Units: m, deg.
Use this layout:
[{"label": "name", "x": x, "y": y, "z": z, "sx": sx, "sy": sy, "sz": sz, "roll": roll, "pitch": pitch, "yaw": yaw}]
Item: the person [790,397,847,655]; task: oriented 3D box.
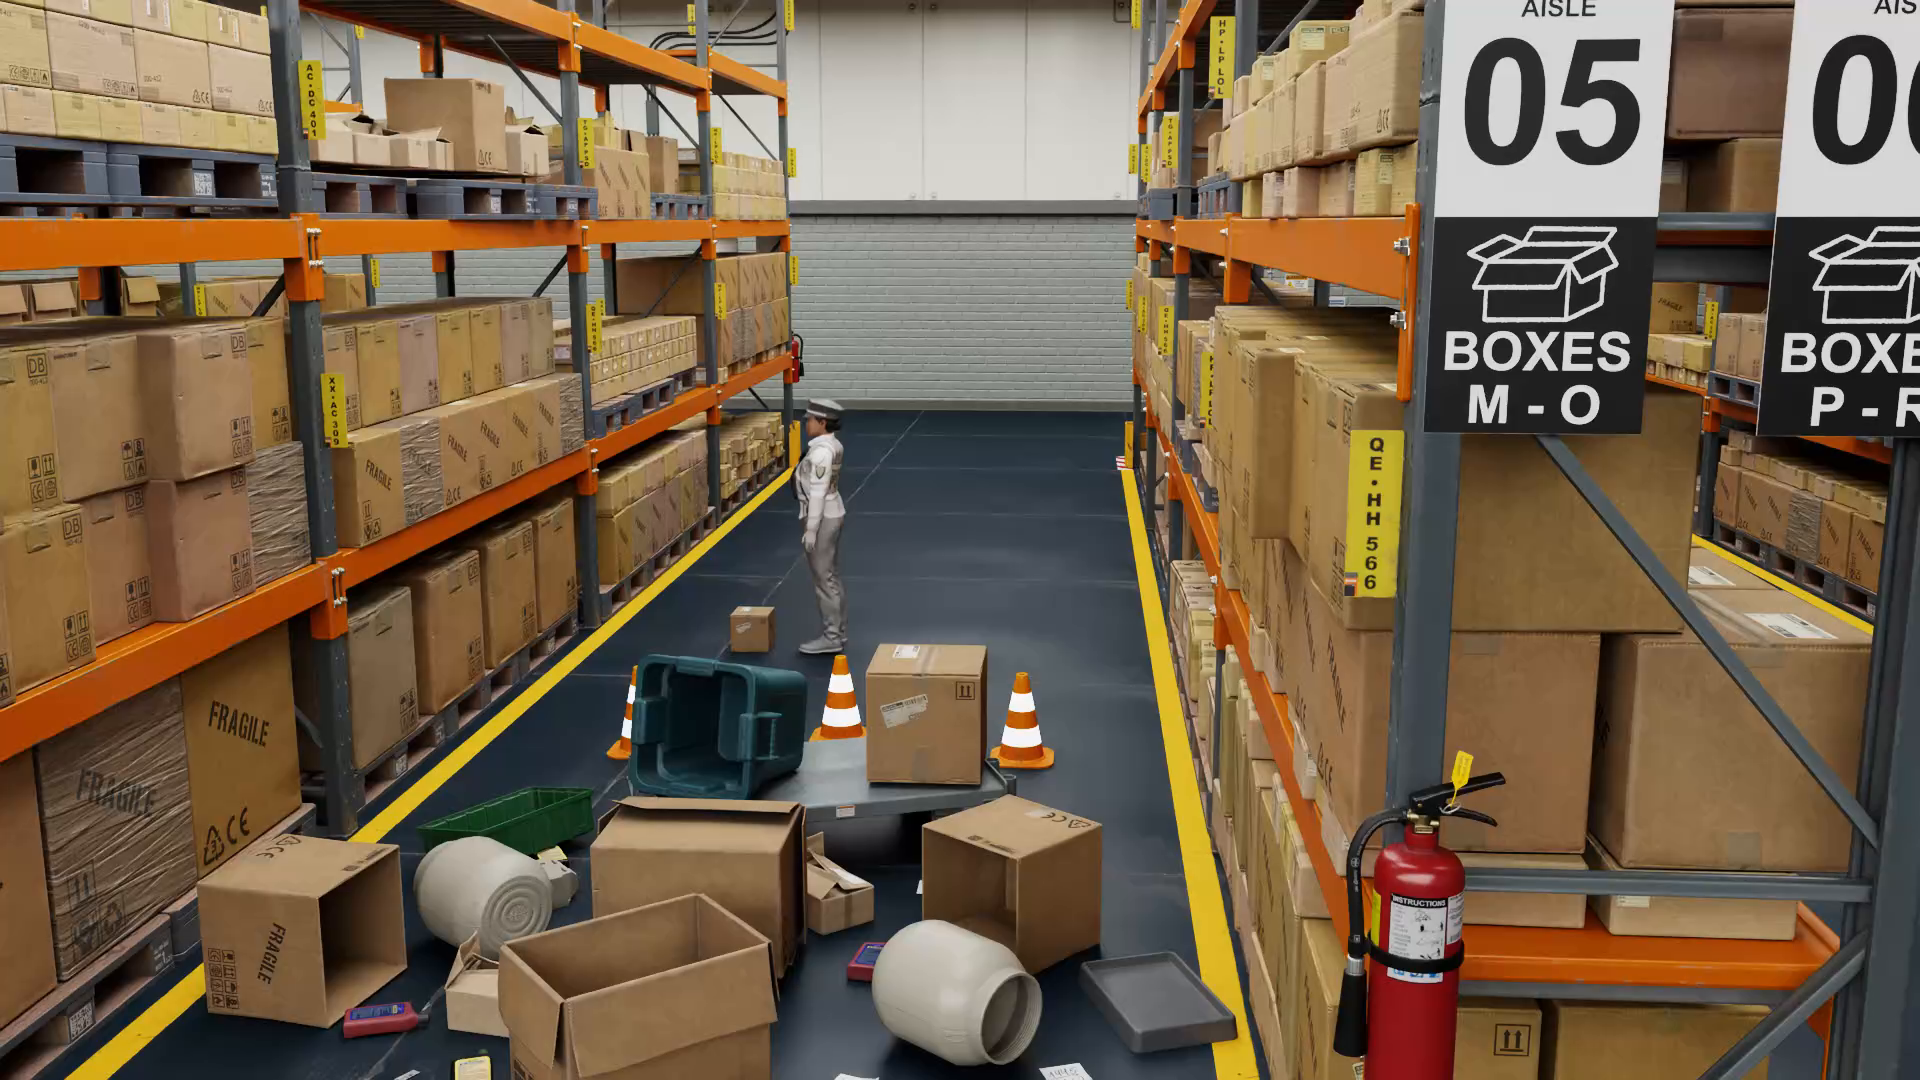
[{"label": "person", "x": -0.908, "y": -0.085, "z": 10.892, "sx": 0.324, "sy": 1.712, "sz": 0.470, "roll": 1, "pitch": 11, "yaw": 5}]
